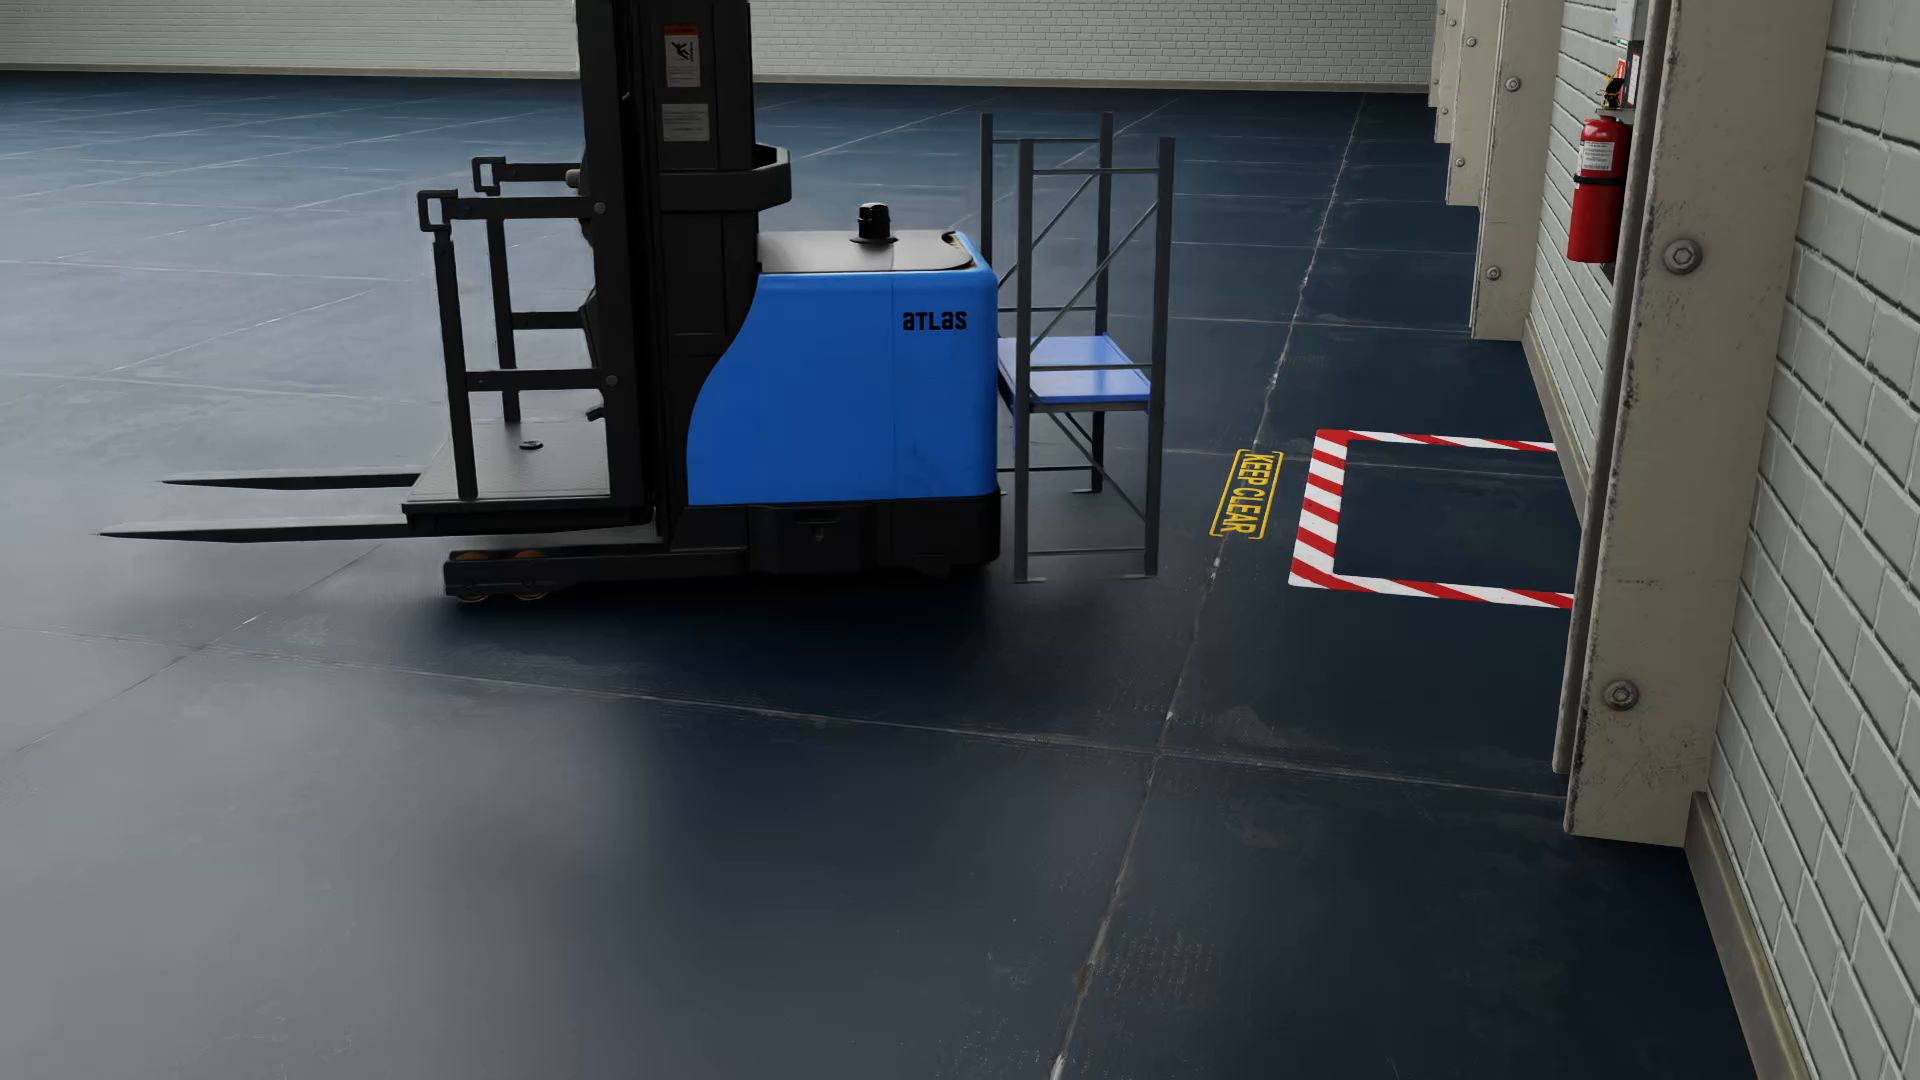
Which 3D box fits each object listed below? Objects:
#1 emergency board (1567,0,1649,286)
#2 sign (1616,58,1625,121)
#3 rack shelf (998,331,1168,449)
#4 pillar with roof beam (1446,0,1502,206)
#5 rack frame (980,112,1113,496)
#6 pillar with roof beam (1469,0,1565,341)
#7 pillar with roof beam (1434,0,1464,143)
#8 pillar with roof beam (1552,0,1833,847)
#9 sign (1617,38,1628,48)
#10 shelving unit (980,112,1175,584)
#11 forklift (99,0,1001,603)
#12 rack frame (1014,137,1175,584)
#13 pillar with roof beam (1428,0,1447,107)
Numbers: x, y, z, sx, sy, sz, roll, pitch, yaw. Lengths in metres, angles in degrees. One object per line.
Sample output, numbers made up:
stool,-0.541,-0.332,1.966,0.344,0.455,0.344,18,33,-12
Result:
emergency board,2.324,-1.520,5.998,0.194,1.169,0.643,5,19,13
sign,2.559,-1.703,6.476,0.001,0.329,0.234,5,19,13
rack shelf,0.382,-0.565,6.077,0.538,0.185,1.000,-2,19,-6
pillar with roof beam,0.440,-7.689,14.777,9.100,9.000,0.400,5,19,13
rack frame,0.328,-0.898,6.497,0.500,1.500,0.032,-2,19,-6
pillar with roof beam,-1.026,-5.808,9.271,9.100,9.000,0.400,5,19,13
pillar with roof beam,1.906,-9.570,20.283,9.100,9.000,0.400,5,19,13
pillar with roof beam,-2.492,-3.928,3.765,9.100,9.000,0.400,5,19,13
sign,2.549,-1.953,6.388,0.001,0.109,0.331,5,19,13
shelving unit,0.382,-0.735,6.019,0.538,1.500,1.048,-2,19,-6
forklift,-1.411,-1.356,5.623,3.031,2.935,1.130,-2,19,-6
rack frame,0.437,-0.572,5.541,0.500,1.500,0.032,-2,19,-6
pillar with roof beam,3.372,-11.450,25.789,9.100,9.000,0.400,5,19,13
